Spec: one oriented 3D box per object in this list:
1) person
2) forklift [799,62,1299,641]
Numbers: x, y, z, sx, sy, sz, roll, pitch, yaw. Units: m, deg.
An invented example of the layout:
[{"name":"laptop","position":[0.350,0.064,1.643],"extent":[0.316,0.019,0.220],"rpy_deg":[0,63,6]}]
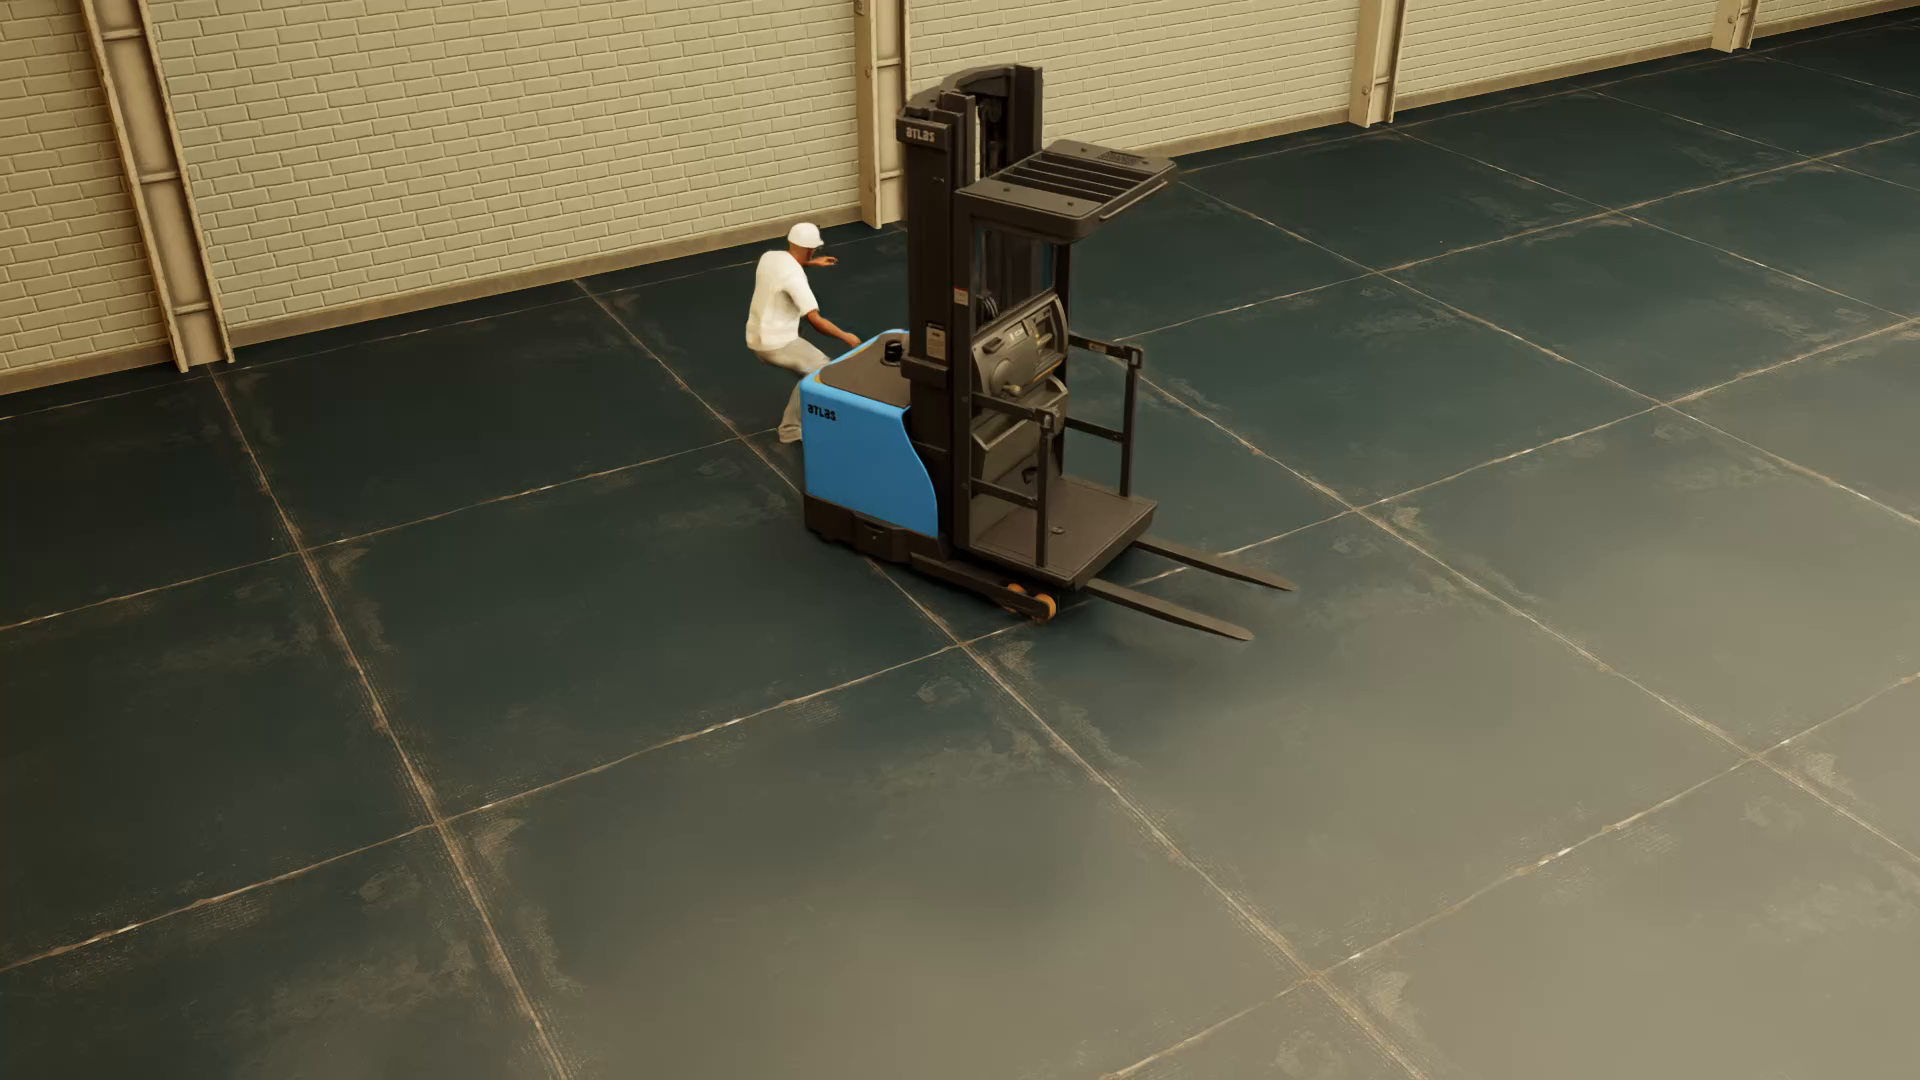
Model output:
[{"name":"person","position":[-0.971,-1.414,11.412],"extent":[0.912,1.515,1.242],"rpy_deg":[-18,35,-27]},{"name":"forklift","position":[0.521,-1.088,9.463],"extent":[3.031,2.935,1.130],"rpy_deg":[19,36,28]}]
